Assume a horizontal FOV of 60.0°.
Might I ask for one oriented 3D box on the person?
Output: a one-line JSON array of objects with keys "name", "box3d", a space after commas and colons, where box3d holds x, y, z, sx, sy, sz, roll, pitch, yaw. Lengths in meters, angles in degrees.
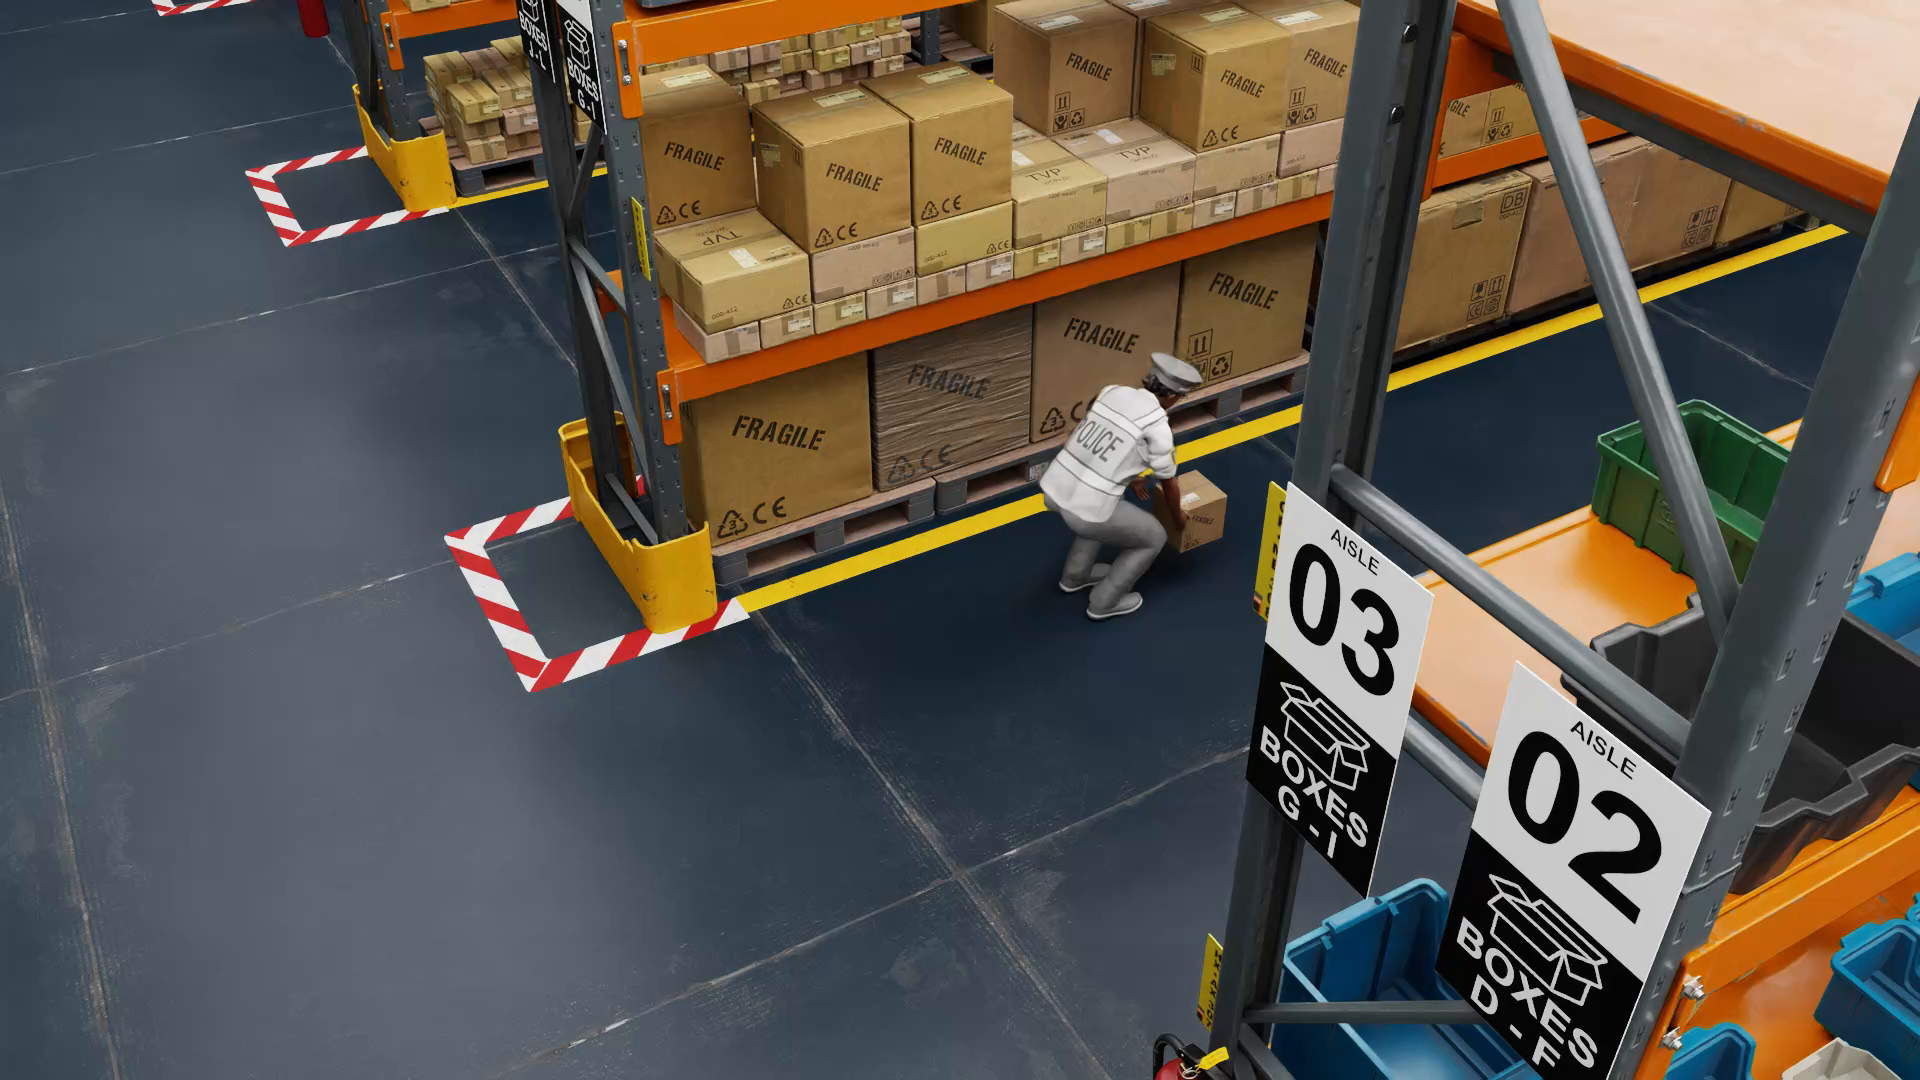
[{"name": "person", "box3d": [0.730, -0.251, 7.654, 0.797, 1.195, 0.500, -19, 41, -24]}]
